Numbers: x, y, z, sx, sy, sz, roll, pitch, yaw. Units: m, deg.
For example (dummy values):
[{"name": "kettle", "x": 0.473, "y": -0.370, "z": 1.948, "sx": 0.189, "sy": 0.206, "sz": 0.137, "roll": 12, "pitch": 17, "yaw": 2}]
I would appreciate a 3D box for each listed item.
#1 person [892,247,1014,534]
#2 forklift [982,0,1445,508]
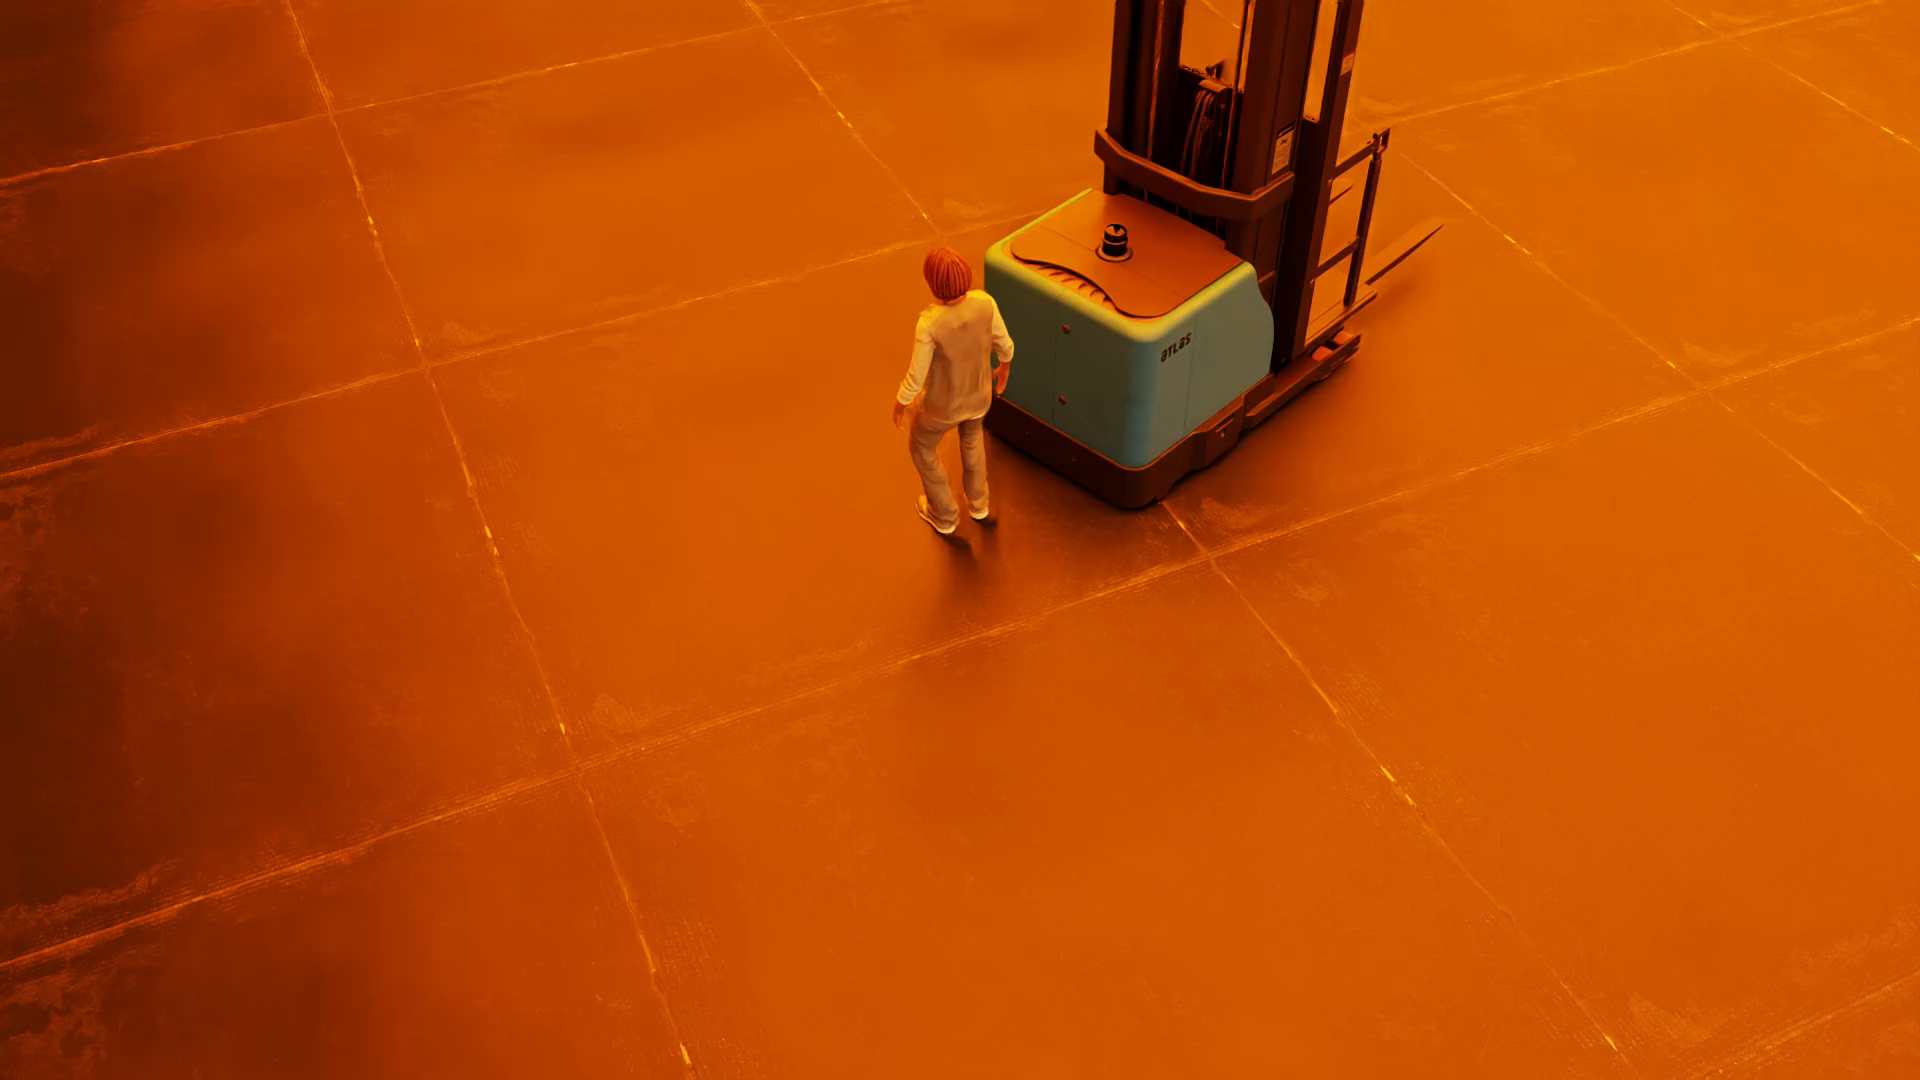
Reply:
[{"name": "person", "x": -0.051, "y": -0.653, "z": 7.378, "sx": 0.583, "sy": 1.575, "sz": 0.391, "roll": -21, "pitch": 47, "yaw": -21}, {"name": "forklift", "x": 1.474, "y": -2.134, "z": 7.967, "sx": 1.130, "sy": 2.935, "sz": 3.031, "roll": 33, "pitch": 52, "yaw": 30}]
